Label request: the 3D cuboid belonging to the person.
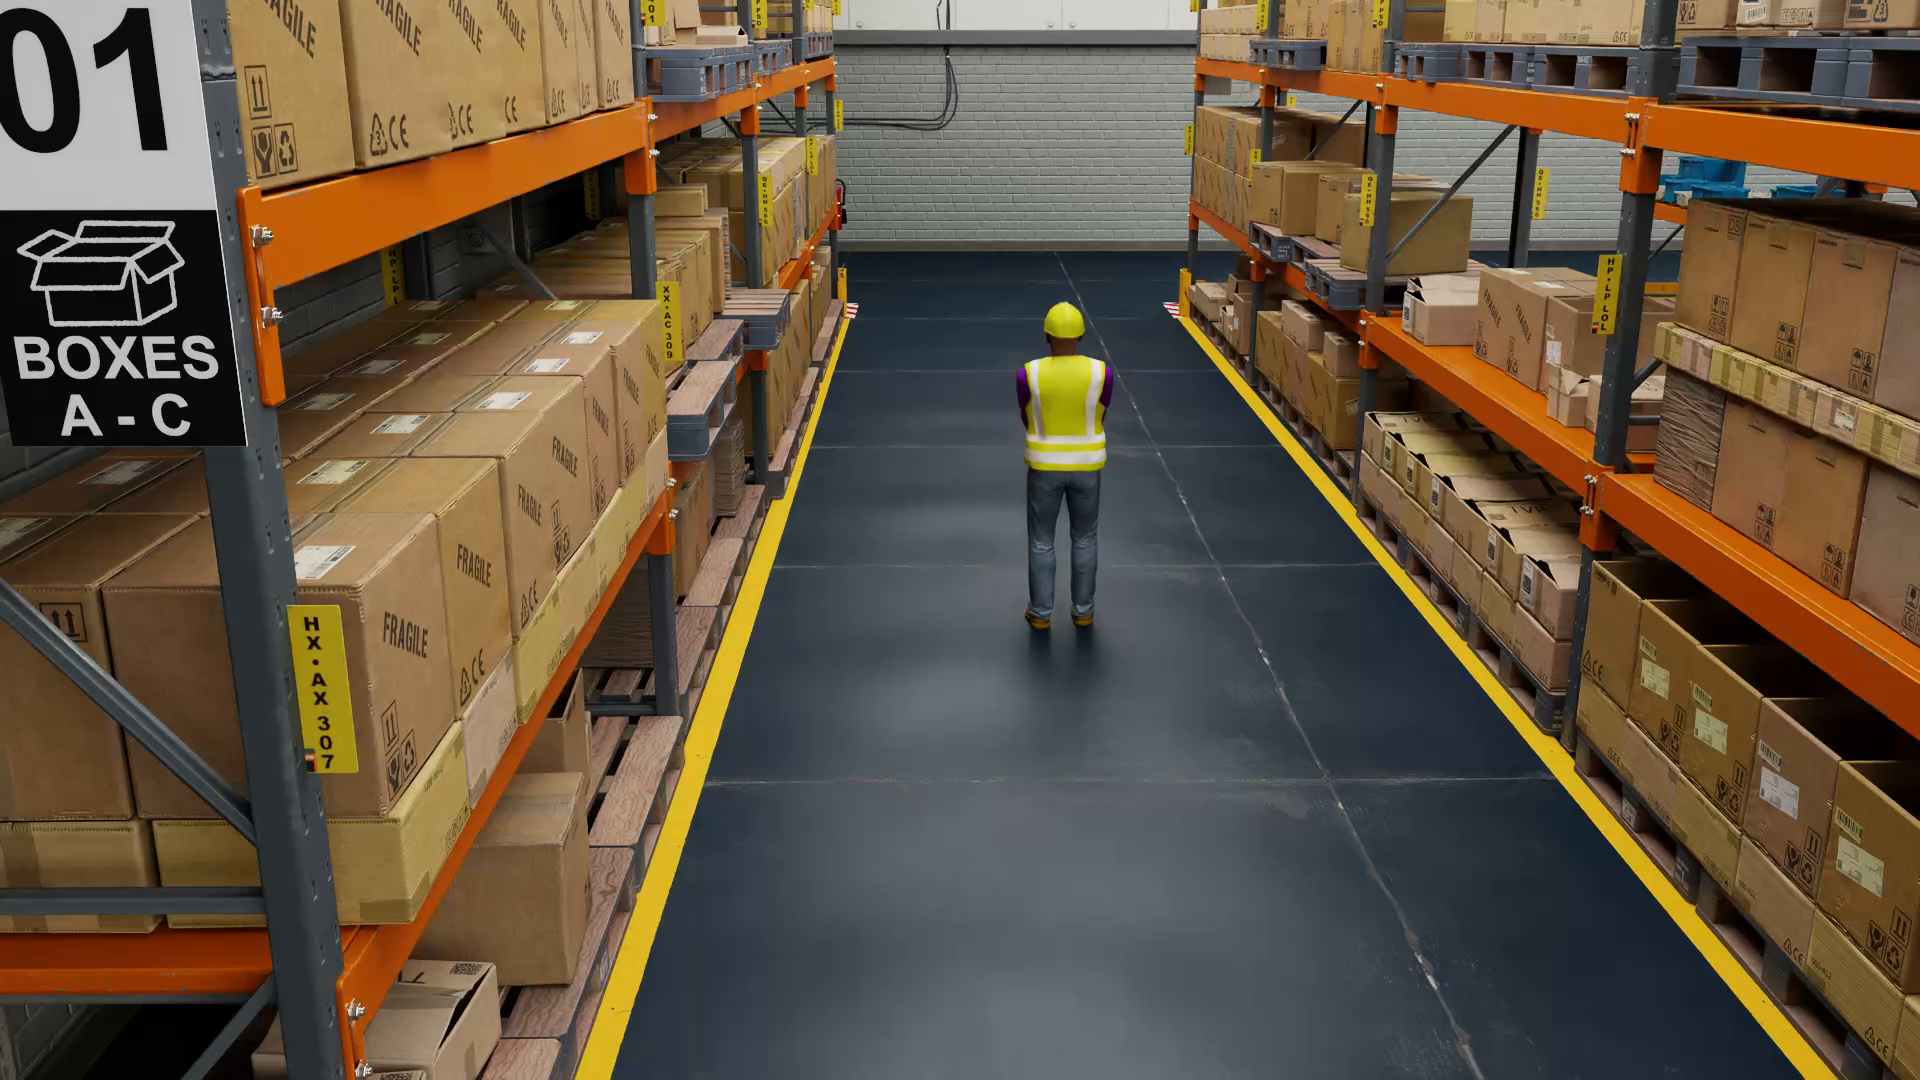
[{"bbox_3d":[0.541,-0.413,8.864,0.502,1.761,0.577,0,17,-1],"label":"person"}]
